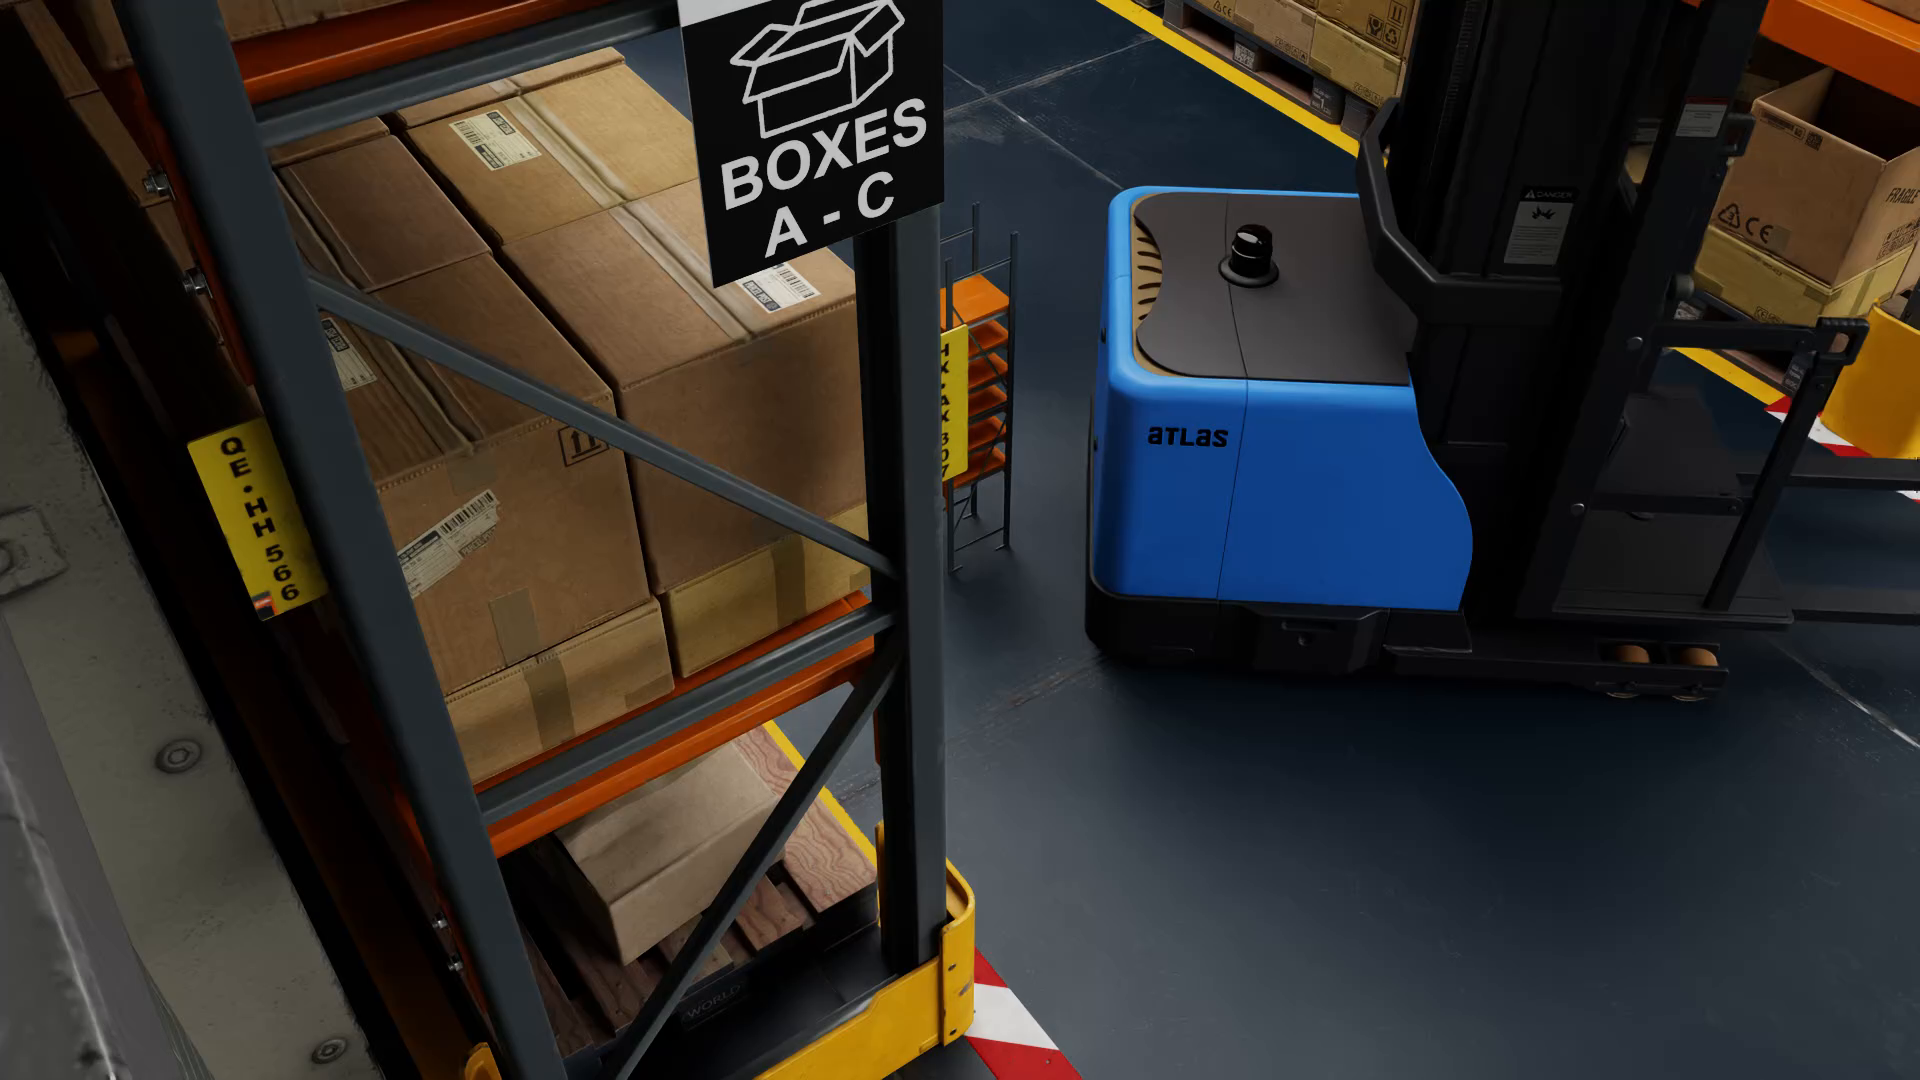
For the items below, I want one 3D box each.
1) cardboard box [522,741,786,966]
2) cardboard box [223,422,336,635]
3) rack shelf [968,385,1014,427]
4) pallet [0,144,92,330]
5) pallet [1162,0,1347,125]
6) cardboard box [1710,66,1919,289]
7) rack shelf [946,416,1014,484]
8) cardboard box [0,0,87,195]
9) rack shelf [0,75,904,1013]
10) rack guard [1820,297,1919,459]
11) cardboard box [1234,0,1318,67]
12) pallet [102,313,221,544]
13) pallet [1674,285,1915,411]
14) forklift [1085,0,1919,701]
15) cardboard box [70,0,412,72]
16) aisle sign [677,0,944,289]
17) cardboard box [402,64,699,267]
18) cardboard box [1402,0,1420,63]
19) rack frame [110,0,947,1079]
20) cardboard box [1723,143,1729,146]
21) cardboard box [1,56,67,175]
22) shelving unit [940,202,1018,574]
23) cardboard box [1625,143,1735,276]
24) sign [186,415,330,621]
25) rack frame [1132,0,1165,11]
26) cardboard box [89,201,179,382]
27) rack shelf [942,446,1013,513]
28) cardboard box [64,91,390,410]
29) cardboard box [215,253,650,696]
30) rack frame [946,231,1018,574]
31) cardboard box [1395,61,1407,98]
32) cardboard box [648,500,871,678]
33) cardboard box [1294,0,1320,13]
[{"bbox_3d":[-0.795,0.687,4.191,0.500,0.311,0.500,-31,52,-29],"label":"cardboard box"},{"bbox_3d":[-1.205,-0.130,3.513,0.500,0.250,0.500,-24,49,-23],"label":"cardboard box"},{"bbox_3d":[0.008,-0.394,5.063,0.258,0.103,0.180,-26,49,-24],"label":"rack shelf"},{"bbox_3d":[-3.208,-1.396,6.764,1.003,0.211,1.213,-26,49,-24],"label":"pallet"},{"bbox_3d":[1.720,-2.448,7.866,1.003,0.211,1.213,-26,49,-24],"label":"pallet"},{"bbox_3d":[3.037,-1.272,5.759,0.500,0.500,0.500,-26,49,-24],"label":"cardboard box"},{"bbox_3d":[0.008,-0.307,5.145,0.258,0.103,0.180,-26,49,-24],"label":"rack shelf"},{"bbox_3d":[-2.091,-1.261,4.154,0.500,0.500,0.500,-24,49,-23],"label":"cardboard box"},{"bbox_3d":[-1.618,-0.571,4.402,1.077,0.370,4.000,-26,49,-24],"label":"rack shelf"},{"bbox_3d":[3.601,-0.740,5.868,1.175,0.500,0.348,-26,49,-24],"label":"rack guard"},{"bbox_3d":[1.598,-2.413,7.497,0.500,0.250,0.500,-26,49,-24],"label":"cardboard box"},{"bbox_3d":[-2.349,-0.589,5.919,1.003,0.211,1.213,-26,49,-24],"label":"pallet"},{"bbox_3d":[3.116,-1.066,6.418,1.003,0.211,1.213,-26,49,-24],"label":"pallet"},{"bbox_3d":[1.920,-0.962,4.340,3.031,2.935,1.130,3,44,3],"label":"forklift"},{"bbox_3d":[-0.920,-0.963,2.032,0.500,0.500,0.500,-22,48,-22],"label":"cardboard box"},{"bbox_3d":[-0.186,-0.717,2.151,0.394,0.787,0.004,-26,49,-24],"label":"aisle sign"},{"bbox_3d":[-0.775,-0.596,3.458,0.500,0.500,0.500,-26,49,-24],"label":"cardboard box"},{"bbox_3d":[2.167,-2.117,6.644,0.500,0.500,0.500,-26,49,-24],"label":"cardboard box"},{"bbox_3d":[-0.473,0.301,2.967,1.000,3.000,0.127,-26,49,-24],"label":"rack frame"},{"bbox_3d":[3.174,-1.488,6.529,0.500,0.250,0.500,-26,49,-24],"label":"cardboard box"},{"bbox_3d":[-2.366,-1.284,4.722,0.500,0.250,0.500,-27,50,-26],"label":"cardboard box"},{"bbox_3d":[0.008,-0.426,5.032,0.258,1.200,0.189,-26,49,-24],"label":"shelving unit"},{"bbox_3d":[2.742,-1.280,6.311,0.500,0.250,0.500,-26,49,-24],"label":"cardboard box"},{"bbox_3d":[-0.940,-0.024,2.240,0.100,0.325,0.005,-26,49,-24],"label":"sign"},{"bbox_3d":[1.299,-3.923,7.392,1.000,3.000,0.127,-26,49,-24],"label":"rack frame"},{"bbox_3d":[-1.788,-0.698,4.108,0.500,0.250,0.500,-25,49,-24],"label":"cardboard box"},{"bbox_3d":[0.008,-0.220,5.228,0.258,0.103,0.180,-26,49,-24],"label":"rack shelf"},{"bbox_3d":[-1.497,-0.686,3.552,0.500,0.500,0.500,-27,50,-25],"label":"cardboard box"},{"bbox_3d":[-0.917,-0.106,2.945,0.500,0.500,0.500,-26,50,-25],"label":"cardboard box"},{"bbox_3d":[0.061,-0.374,4.978,0.240,1.200,0.006,-26,49,-24],"label":"rack frame"},{"bbox_3d":[2.170,-1.847,6.904,0.500,0.250,0.500,-26,49,-24],"label":"cardboard box"},{"bbox_3d":[-0.492,-0.054,3.433,0.500,0.250,0.500,-27,50,-26],"label":"cardboard box"},{"bbox_3d":[1.600,-2.685,7.239,0.500,0.500,0.500,-26,49,-24],"label":"cardboard box"}]
